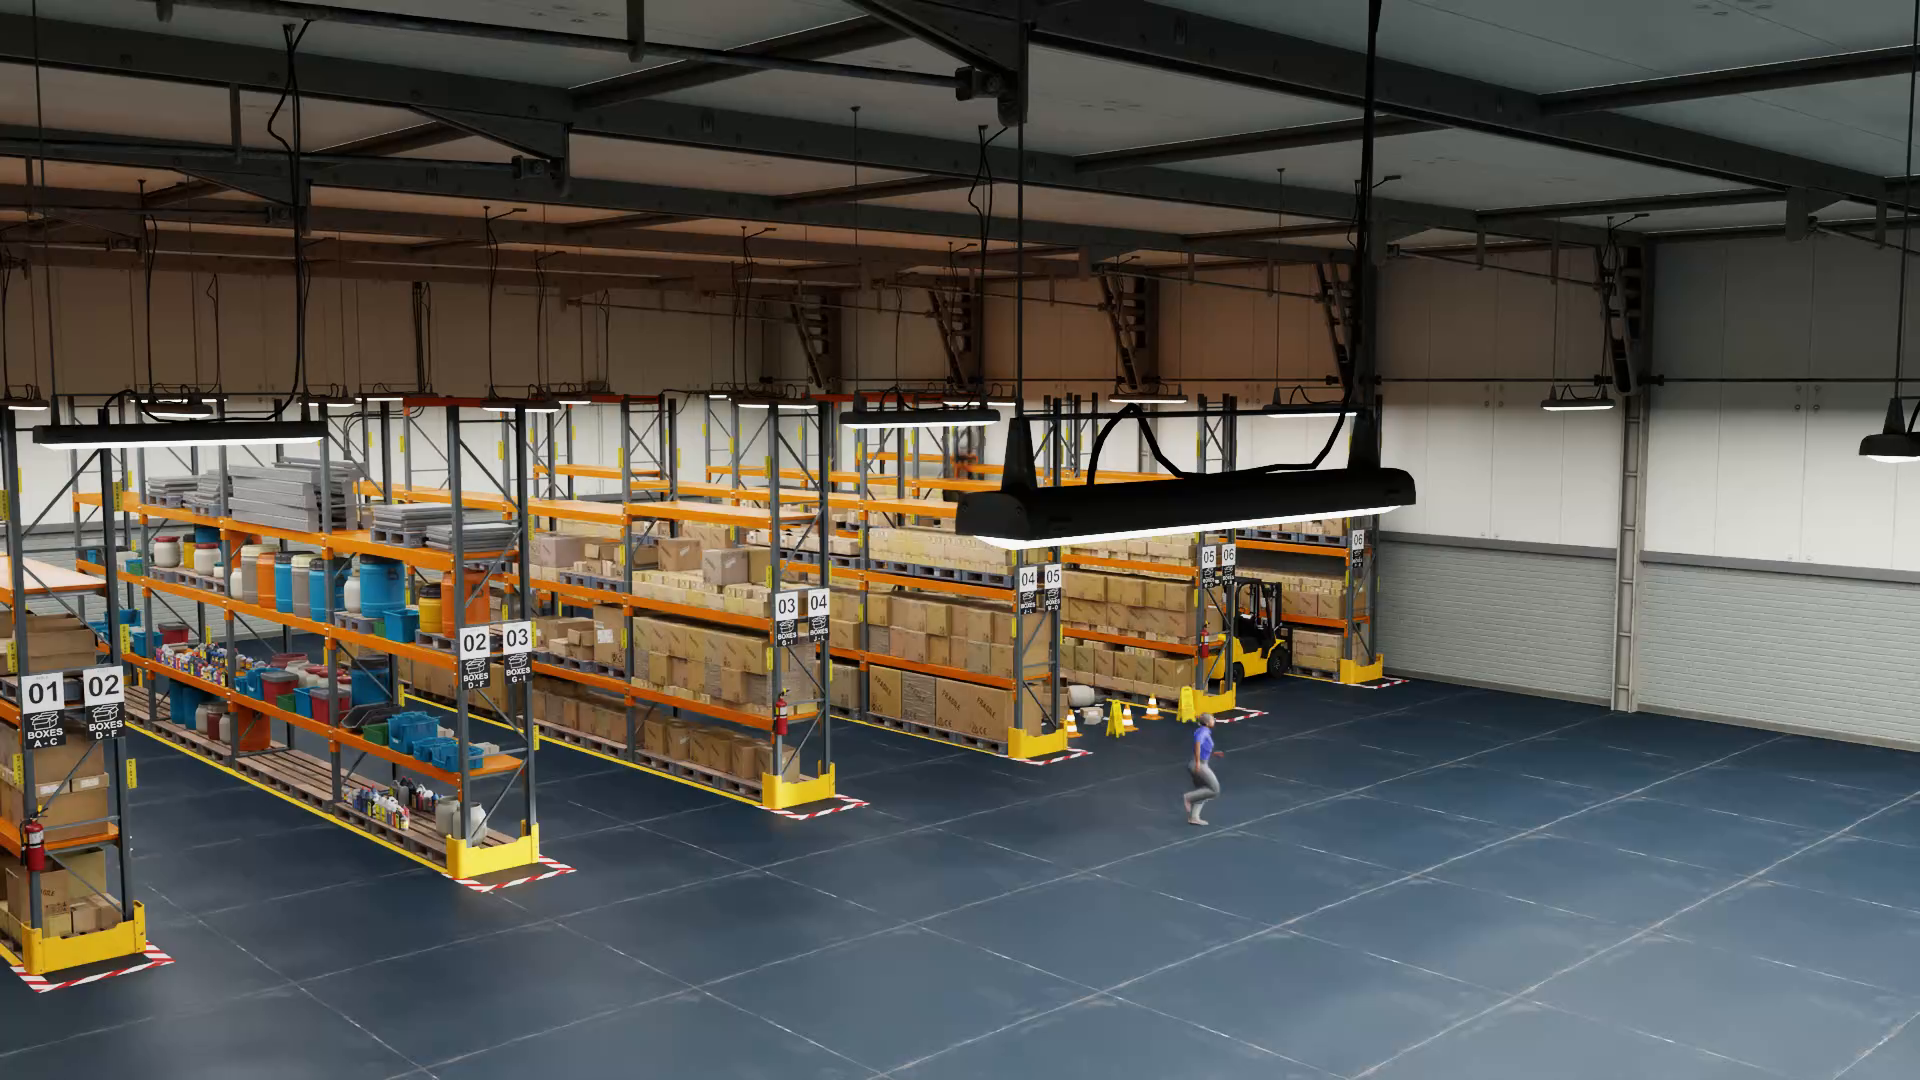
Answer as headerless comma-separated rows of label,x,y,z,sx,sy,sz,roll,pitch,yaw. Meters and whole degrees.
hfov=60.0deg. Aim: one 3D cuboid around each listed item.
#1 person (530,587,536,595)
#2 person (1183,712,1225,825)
person,-10.436,1.636,40.306,0.620,1.636,0.632,3,7,32
person,3.484,3.259,23.679,0.629,1.605,0.616,-1,6,-6
